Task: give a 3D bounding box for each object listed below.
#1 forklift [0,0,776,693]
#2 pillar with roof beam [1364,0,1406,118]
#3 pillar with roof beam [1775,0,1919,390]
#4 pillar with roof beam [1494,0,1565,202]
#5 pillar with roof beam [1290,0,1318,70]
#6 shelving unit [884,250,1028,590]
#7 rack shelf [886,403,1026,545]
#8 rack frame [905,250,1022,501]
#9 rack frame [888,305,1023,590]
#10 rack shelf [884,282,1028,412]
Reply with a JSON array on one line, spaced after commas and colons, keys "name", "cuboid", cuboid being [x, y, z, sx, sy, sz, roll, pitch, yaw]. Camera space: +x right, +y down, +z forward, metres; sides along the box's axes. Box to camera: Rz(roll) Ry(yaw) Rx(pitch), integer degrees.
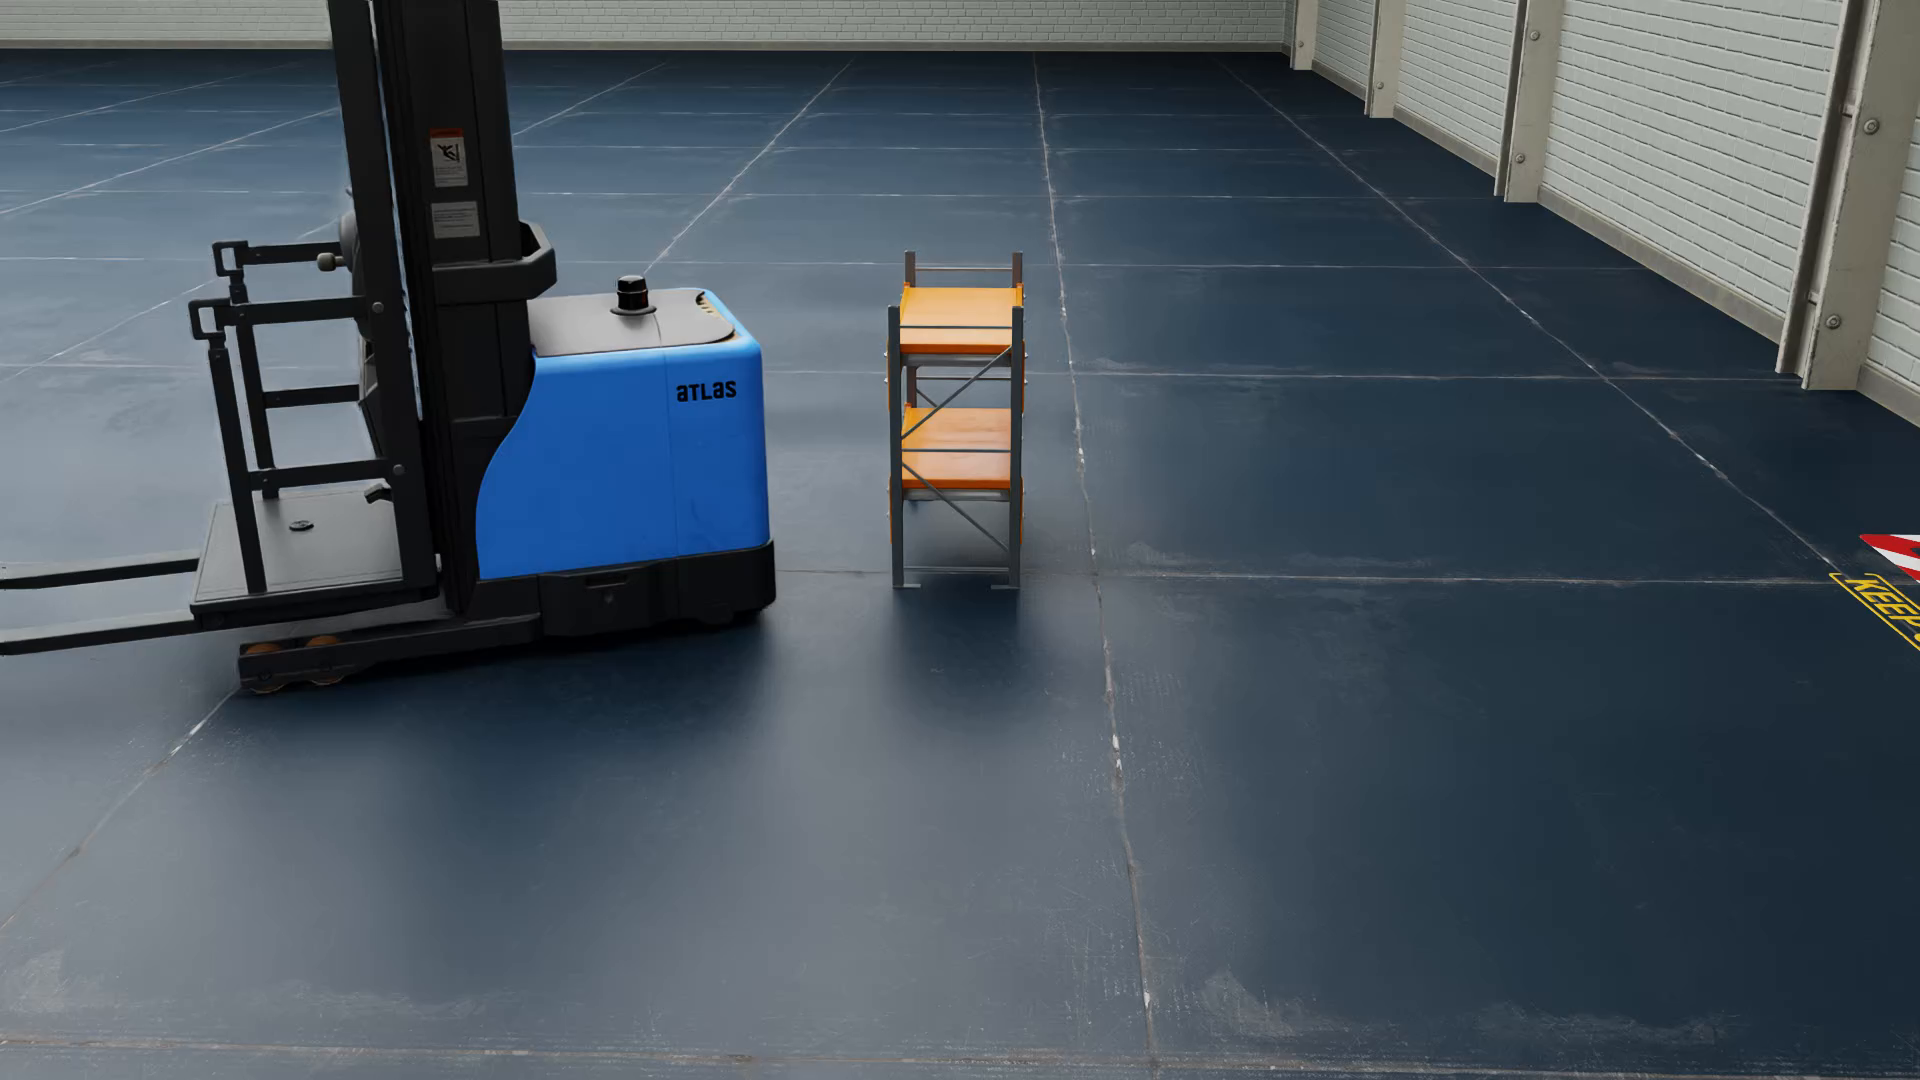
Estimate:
[{"name": "forklift", "cuboid": [-2.267, -1.058, 5.704, 3.031, 2.935, 1.130, -7, 22, -17]}, {"name": "pillar with roof beam", "cuboid": [0.882, -9.481, 19.023, 9.100, 9.000, 0.400, 1, 21, 2]}, {"name": "pillar with roof beam", "cuboid": [0.517, -5.142, 7.840, 9.100, 9.000, 0.400, 1, 21, 2]}, {"name": "pillar with roof beam", "cuboid": [0.699, -7.311, 13.432, 9.100, 9.000, 0.400, 1, 21, 2]}, {"name": "pillar with roof beam", "cuboid": [1.064, -11.650, 24.614, 9.100, 9.000, 0.400, 1, 21, 2]}, {"name": "shelving unit", "cuboid": [0.000, -0.522, 6.819, 0.538, 1.125, 1.048, 1, 21, 2]}, {"name": "rack shelf", "cuboid": [0.000, -0.294, 6.908, 0.538, 0.278, 1.000, 1, 21, 2]}, {"name": "rack frame", "cuboid": [0.015, -0.706, 7.293, 0.500, 1.125, 0.032, 1, 21, 2]}, {"name": "rack frame", "cuboid": [-0.016, -0.338, 6.345, 0.500, 1.125, 0.032, 1, 21, 2]}, {"name": "rack shelf", "cuboid": [0.000, -0.795, 6.713, 0.538, 0.278, 1.000, 1, 21, 2]}]
